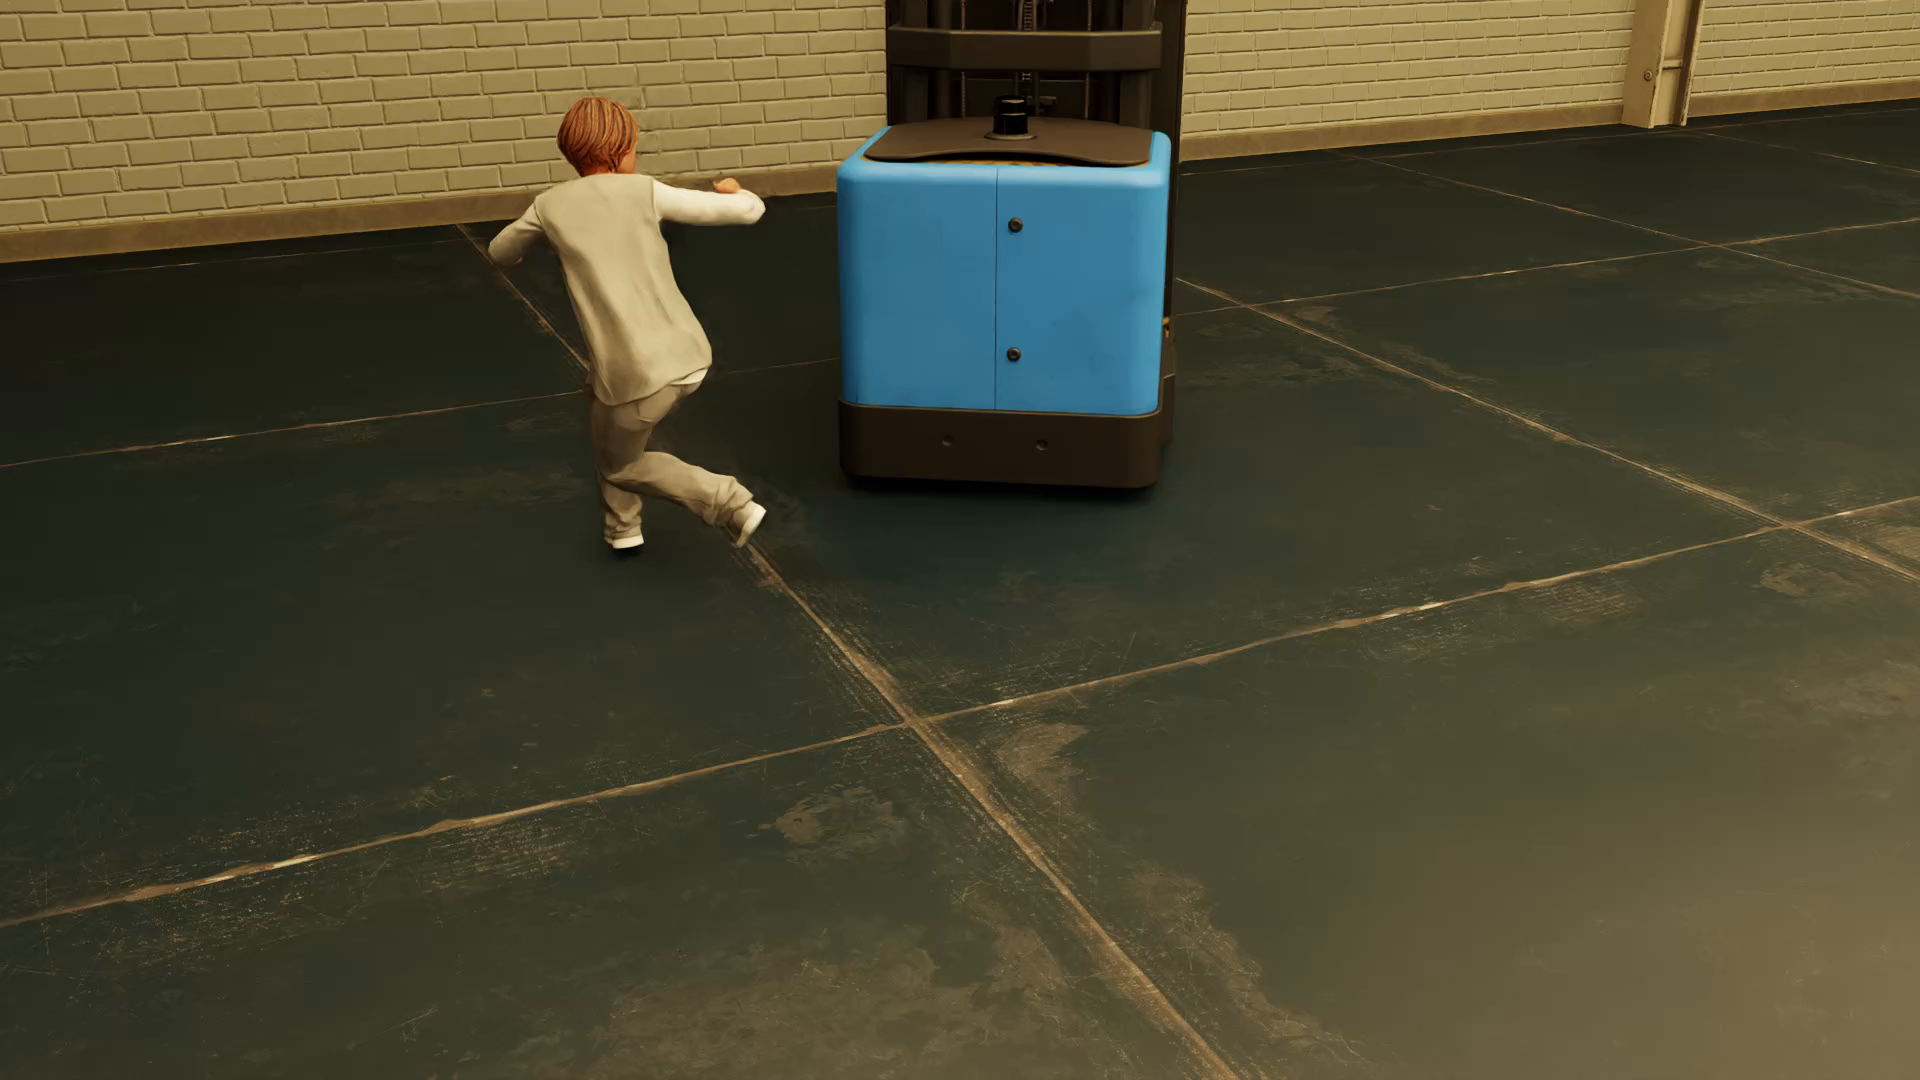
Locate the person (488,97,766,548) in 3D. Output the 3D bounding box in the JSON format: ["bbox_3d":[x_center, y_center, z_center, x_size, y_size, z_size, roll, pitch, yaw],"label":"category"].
[{"bbox_3d":[-0.929,-0.609,4.861,0.701,1.352,1.021,-18,28,-36],"label":"person"}]

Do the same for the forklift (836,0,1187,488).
[{"bbox_3d":[0.304,-2.049,6.218,1.130,2.935,3.031,3,23,7],"label":"forklift"}]
